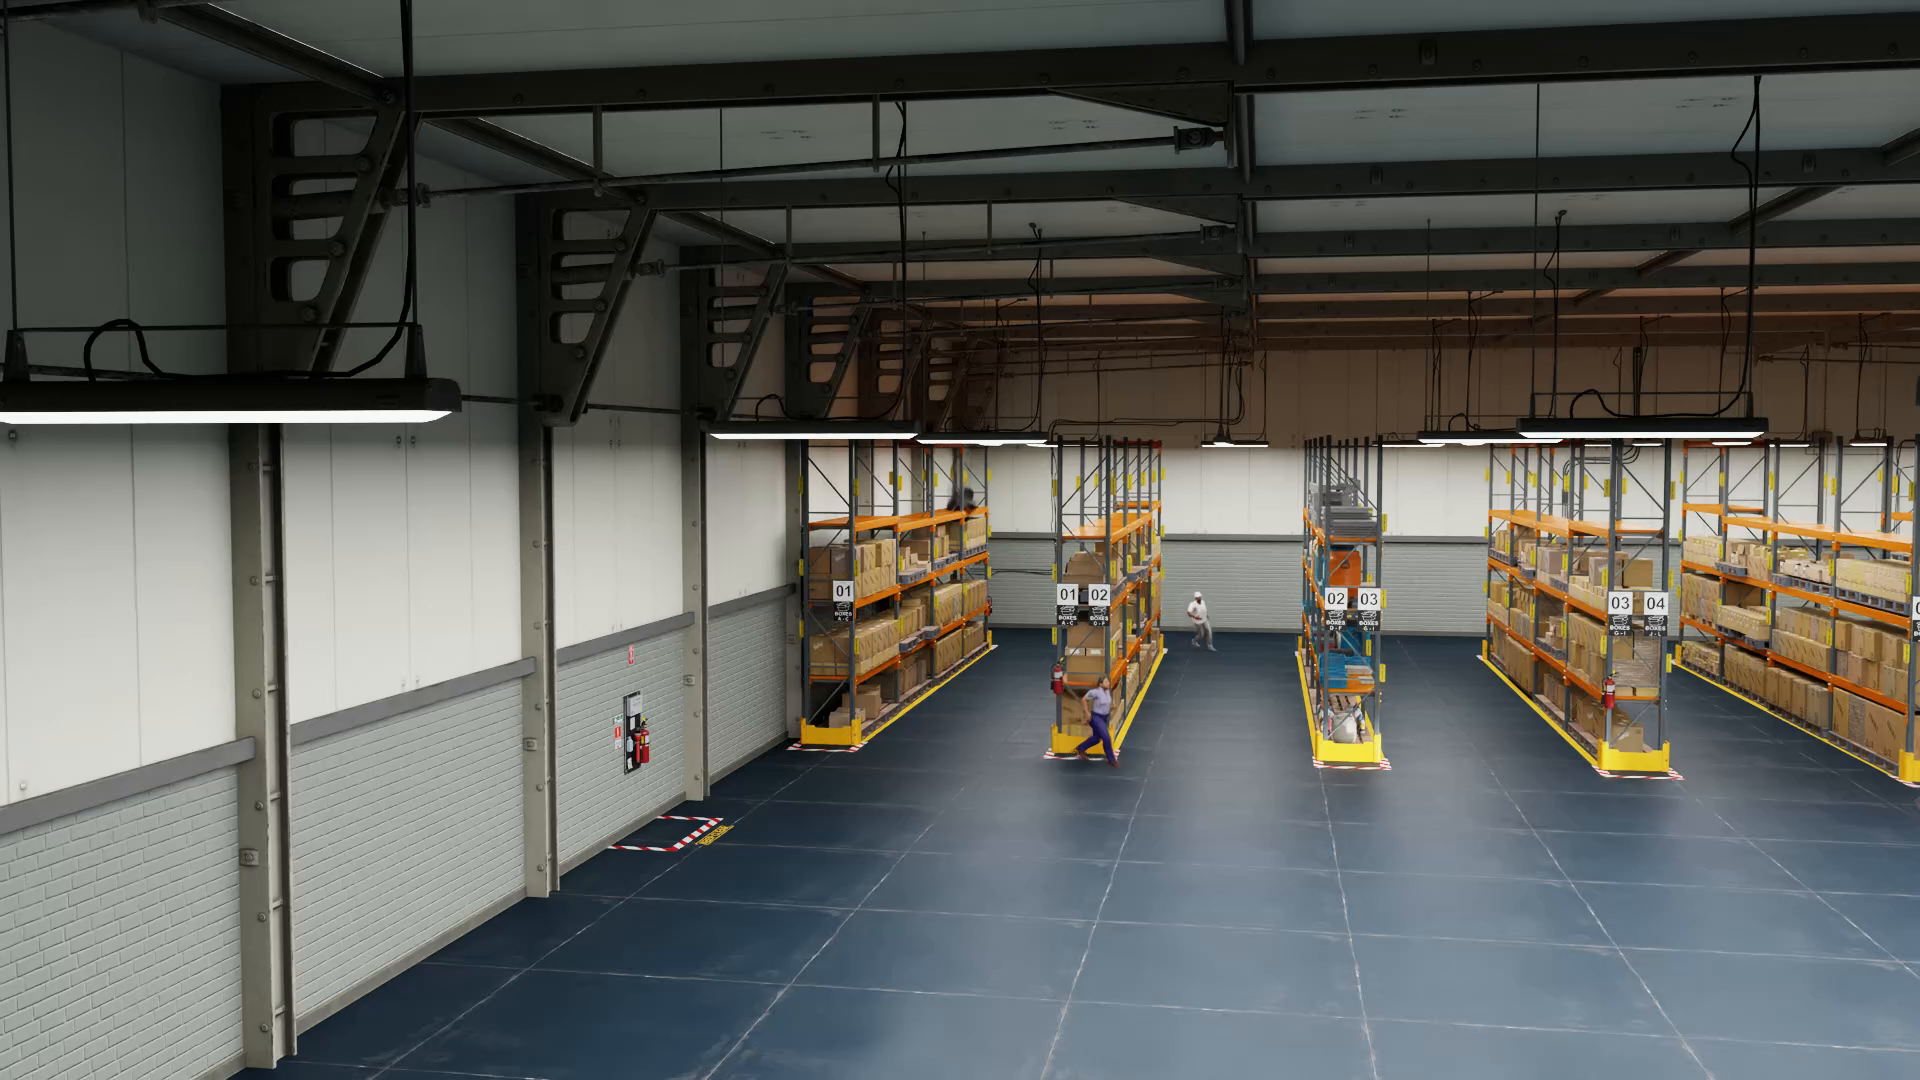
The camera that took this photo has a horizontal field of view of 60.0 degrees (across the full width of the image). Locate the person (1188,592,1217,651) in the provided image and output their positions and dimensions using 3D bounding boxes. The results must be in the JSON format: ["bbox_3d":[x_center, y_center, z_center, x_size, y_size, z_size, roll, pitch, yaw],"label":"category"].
[{"bbox_3d":[6.789,2.325,47.434,0.747,1.706,0.809,-2,4,-36],"label":"person"}]

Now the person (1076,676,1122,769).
[{"bbox_3d":[2.499,3.287,30.087,0.984,1.654,0.628,2,4,35],"label":"person"}]
